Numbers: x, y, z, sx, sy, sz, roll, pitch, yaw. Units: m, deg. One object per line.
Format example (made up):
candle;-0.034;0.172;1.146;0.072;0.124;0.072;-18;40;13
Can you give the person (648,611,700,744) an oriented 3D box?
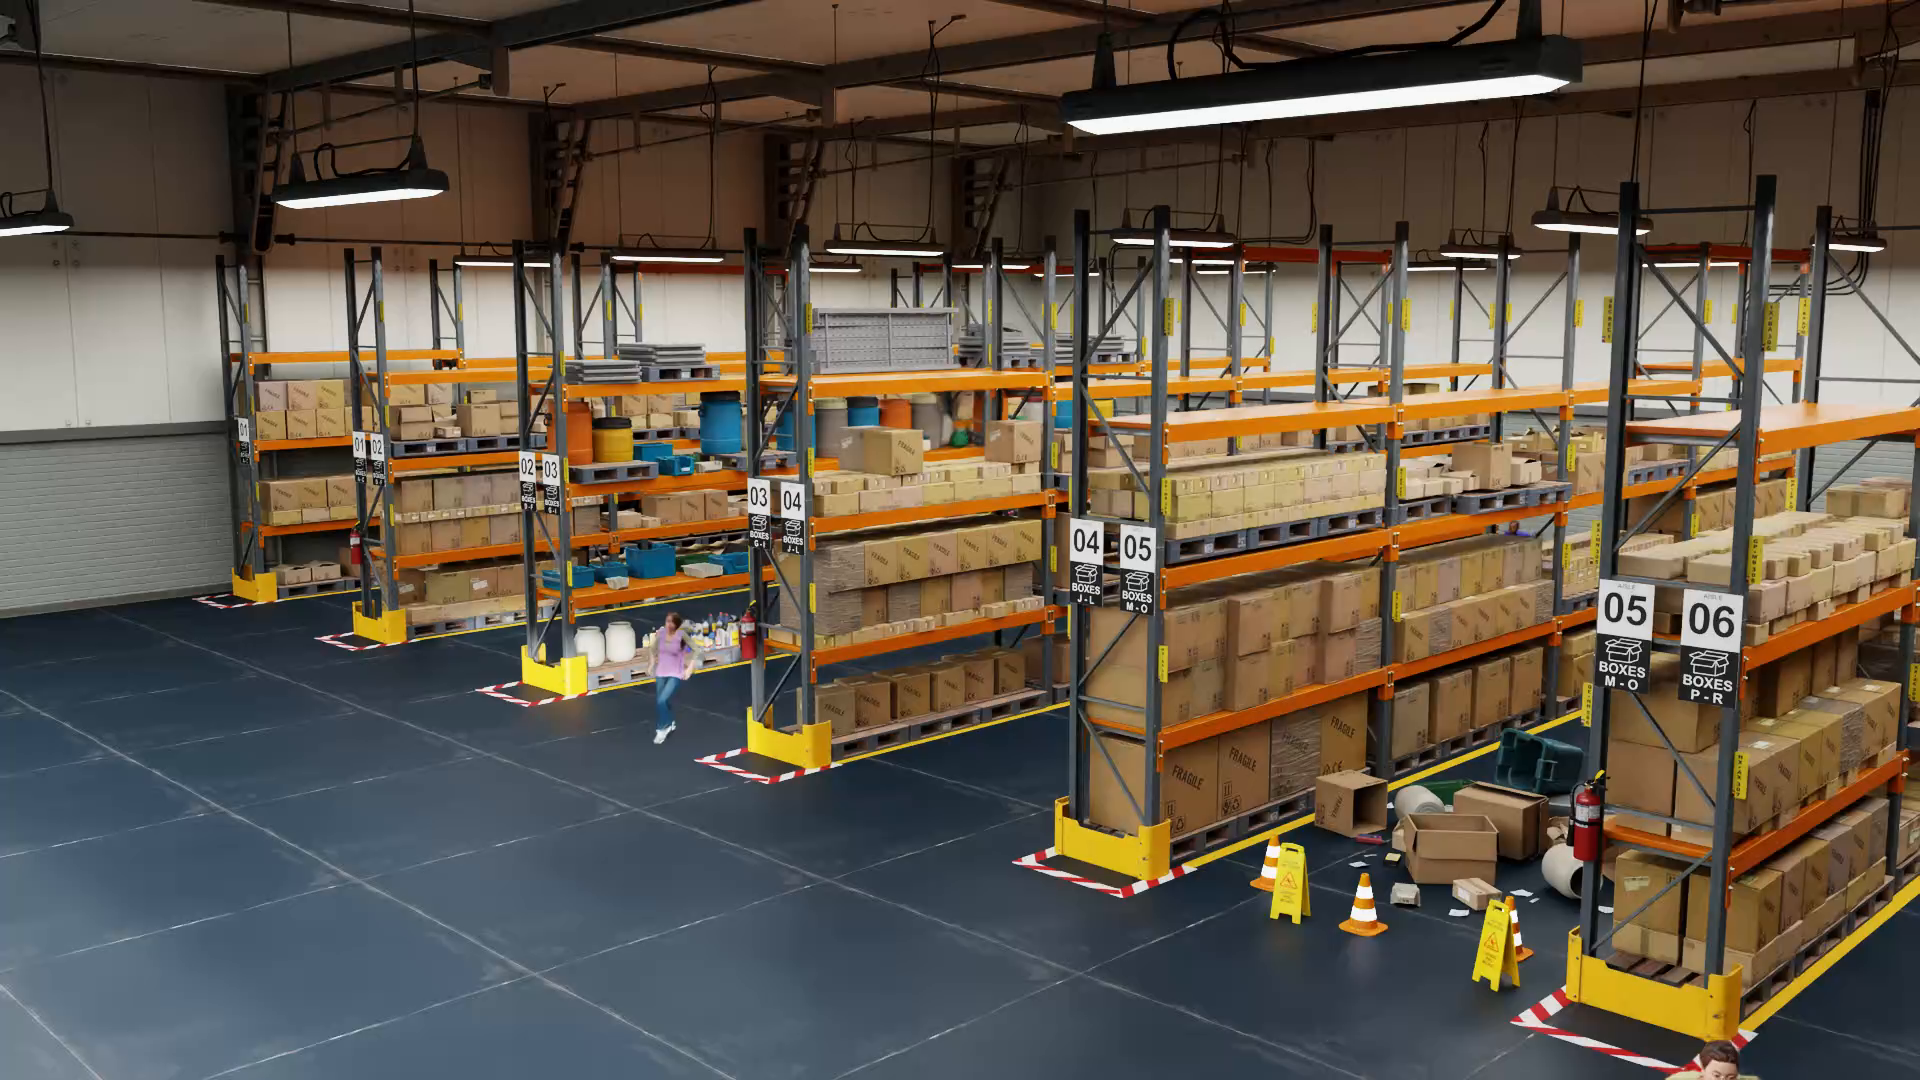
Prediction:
person;-3.413;1.622;19.685;0.604;1.588;0.602;4;9;24

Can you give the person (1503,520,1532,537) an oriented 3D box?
person;9.508;0.411;28.262;0.587;1.614;0.908;6;10;34

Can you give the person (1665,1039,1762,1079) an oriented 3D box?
person;3.823;3.203;8.527;0.604;1.623;0.990;2;8;14
